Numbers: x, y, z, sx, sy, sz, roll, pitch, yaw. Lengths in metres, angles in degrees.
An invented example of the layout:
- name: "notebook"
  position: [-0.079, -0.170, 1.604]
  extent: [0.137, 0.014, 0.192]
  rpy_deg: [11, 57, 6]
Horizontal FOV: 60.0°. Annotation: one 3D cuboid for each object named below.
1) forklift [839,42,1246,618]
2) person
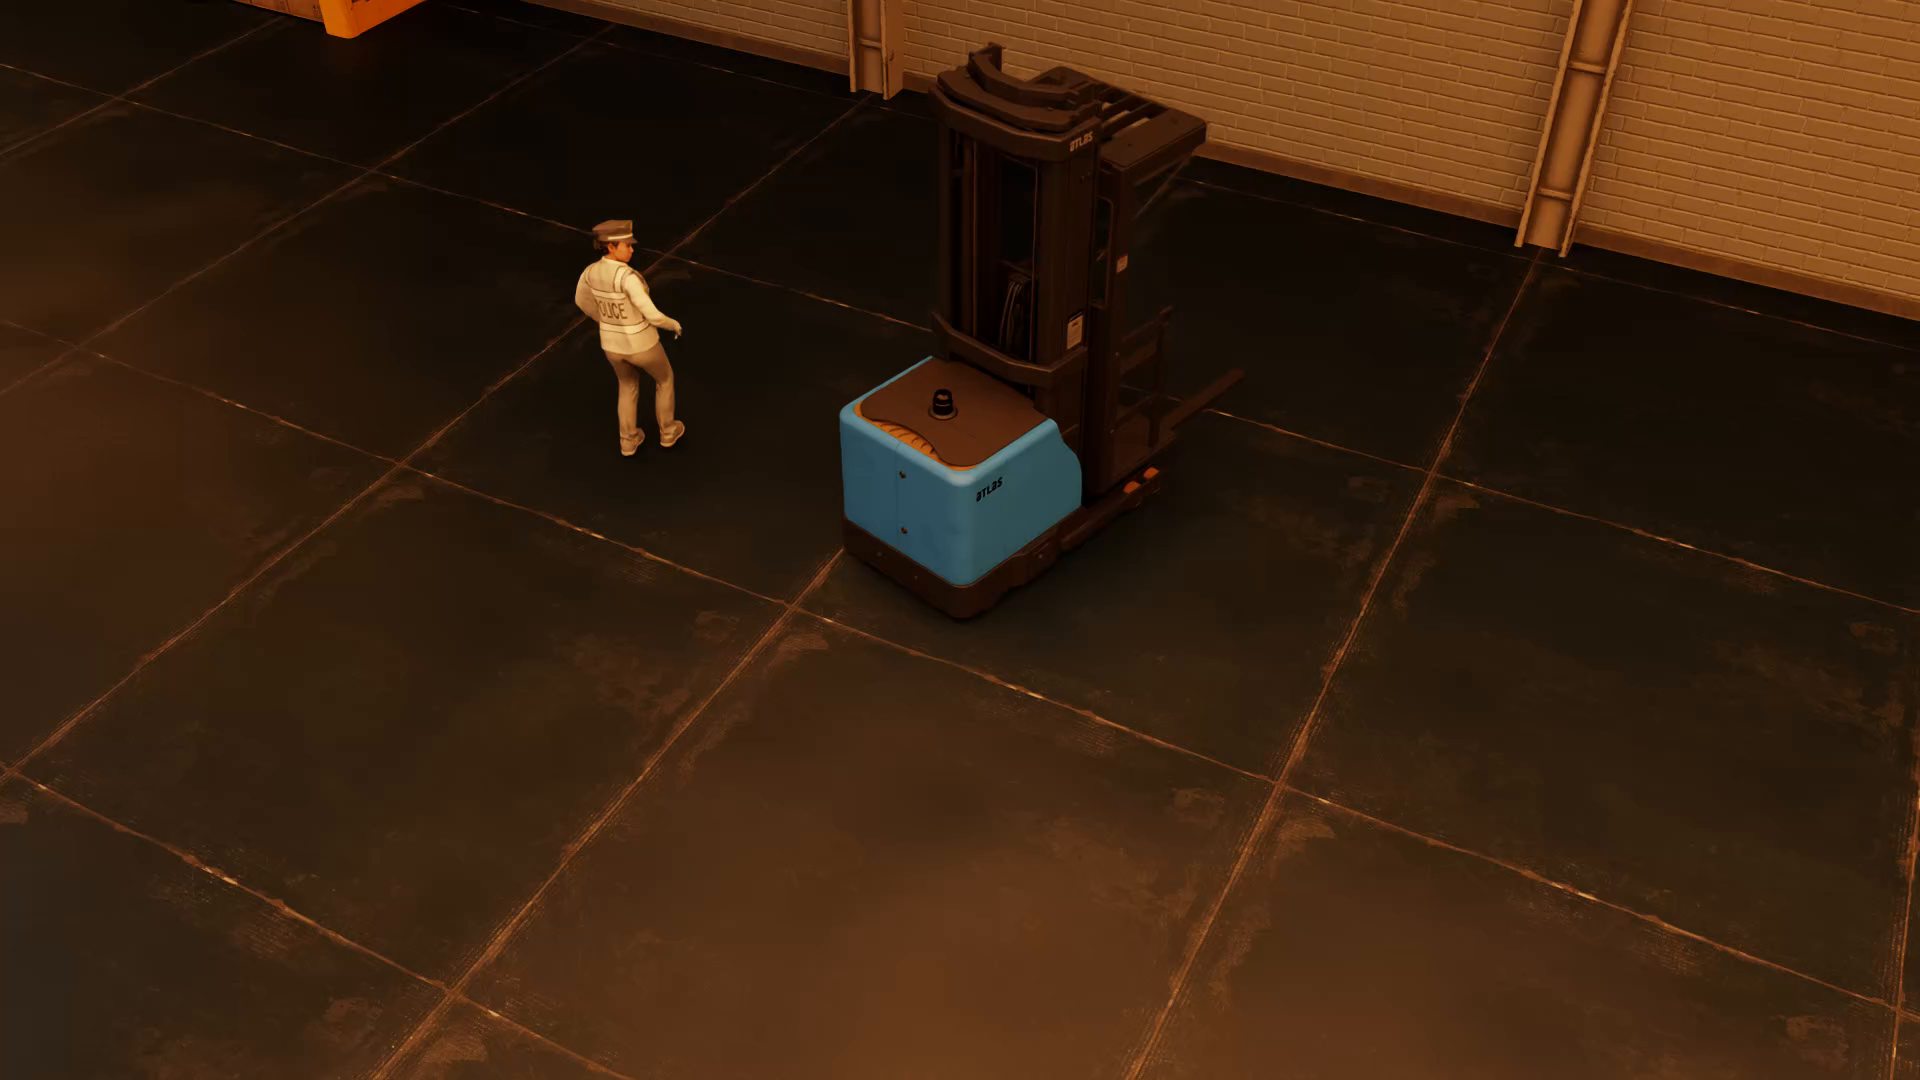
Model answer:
- name: "forklift"
  position: [0.665, -1.528, 9.801]
  extent: [1.130, 2.935, 3.031]
  rpy_deg: [31, 49, 31]
- name: "person"
  position: [-2.081, -1.281, 10.524]
  extent: [0.697, 1.639, 0.476]
  rpy_deg: [15, 42, 17]
